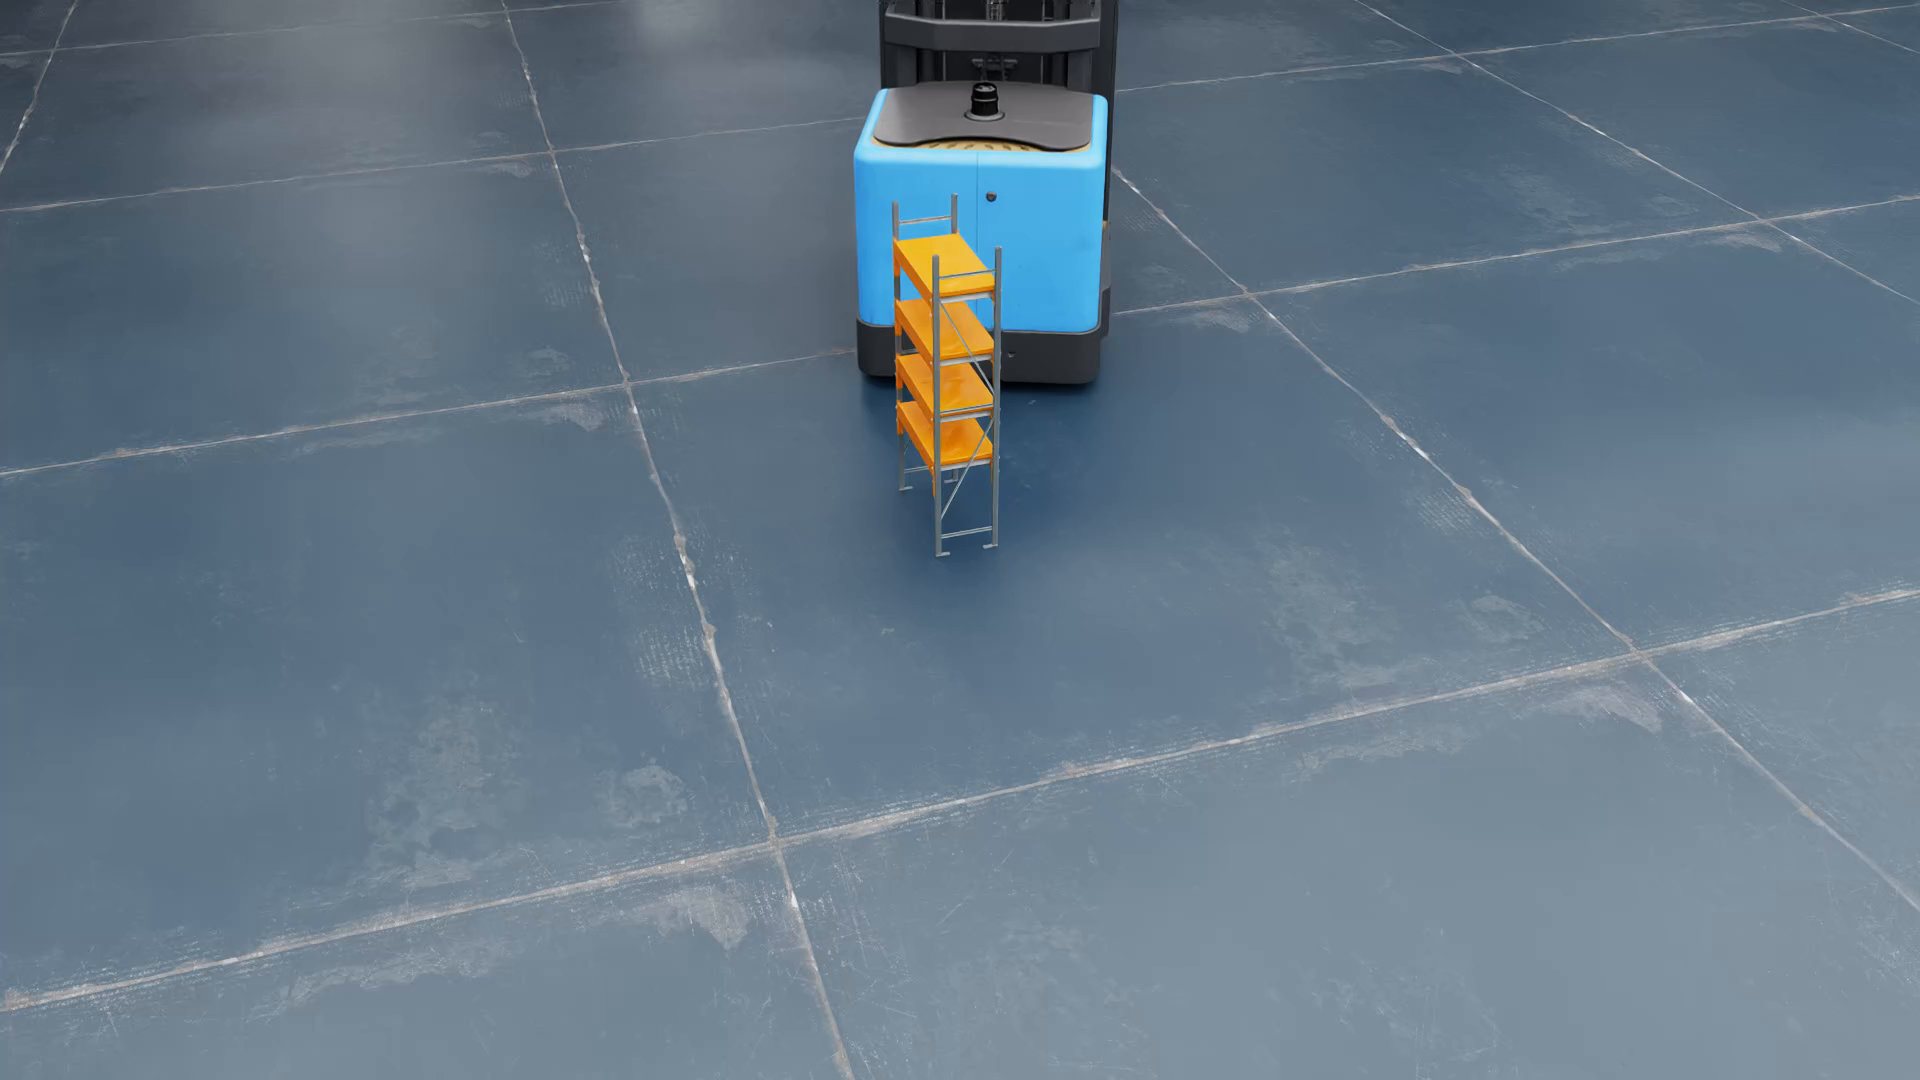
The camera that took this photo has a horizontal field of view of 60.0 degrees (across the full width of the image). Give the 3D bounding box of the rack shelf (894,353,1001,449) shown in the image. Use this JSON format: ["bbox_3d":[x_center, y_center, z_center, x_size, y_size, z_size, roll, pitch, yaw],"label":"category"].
[{"bbox_3d":[-0.050,-0.531,6.088,0.258,0.148,0.480,-10,35,-15],"label":"rack shelf"}]

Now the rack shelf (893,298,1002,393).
[{"bbox_3d":[-0.050,-0.718,5.965,0.258,0.148,0.480,-10,35,-15],"label":"rack shelf"}]

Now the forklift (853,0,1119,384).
[{"bbox_3d":[0.198,-2.683,7.651,1.130,2.935,3.031,3,34,4],"label":"forklift"}]

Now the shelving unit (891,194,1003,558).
[{"bbox_3d":[-0.050,-0.587,6.051,0.258,1.200,0.503,-10,35,-15],"label":"shelving unit"}]

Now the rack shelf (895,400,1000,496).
[{"bbox_3d":[-0.050,-0.366,6.197,0.258,0.148,0.480,-10,35,-15],"label":"rack shelf"}]

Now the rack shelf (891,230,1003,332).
[{"bbox_3d":[-0.050,-0.915,5.834,0.258,0.148,0.480,-10,35,-15],"label":"rack shelf"}]

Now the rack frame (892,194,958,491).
[{"bbox_3d":[-0.125,-0.716,6.245,0.240,1.200,0.015,-10,35,-15],"label":"rack frame"}]

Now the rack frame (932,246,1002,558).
[{"bbox_3d":[0.024,-0.459,5.857,0.240,1.200,0.015,-10,35,-15],"label":"rack frame"}]
